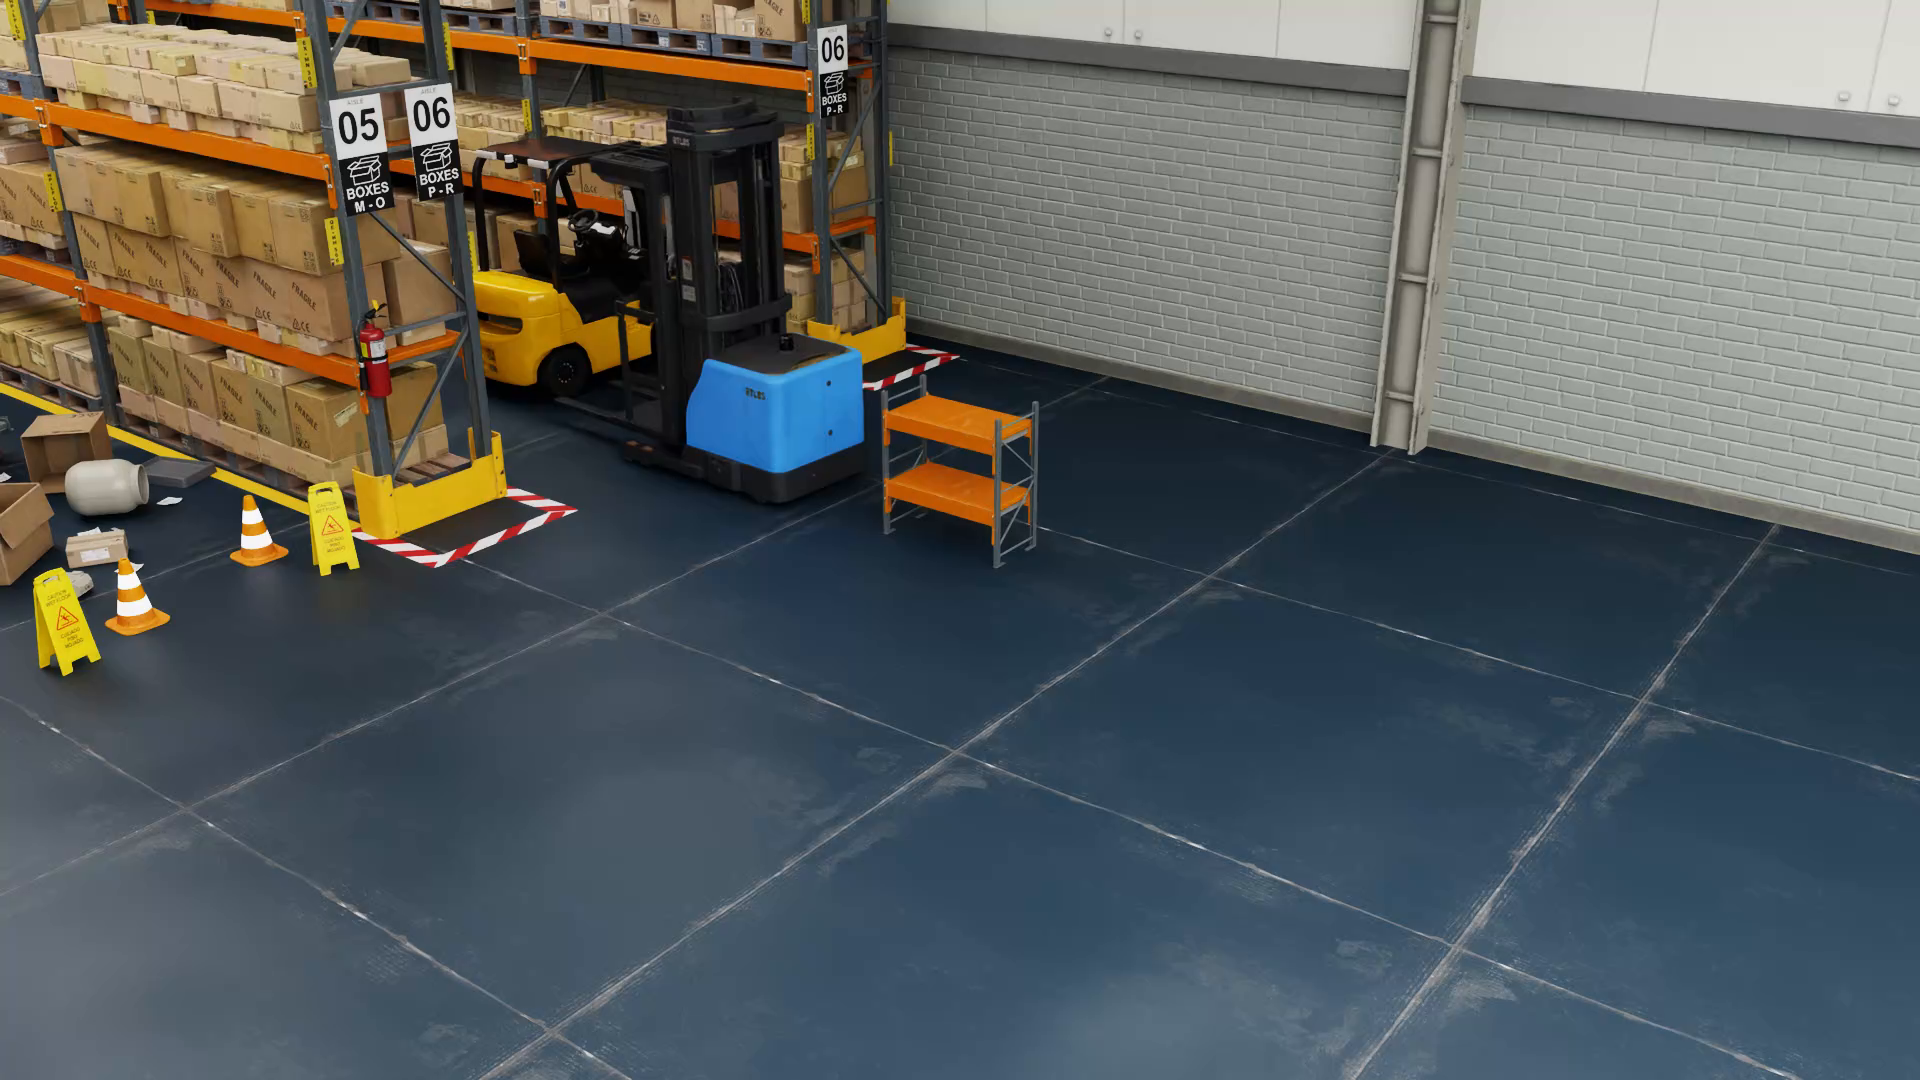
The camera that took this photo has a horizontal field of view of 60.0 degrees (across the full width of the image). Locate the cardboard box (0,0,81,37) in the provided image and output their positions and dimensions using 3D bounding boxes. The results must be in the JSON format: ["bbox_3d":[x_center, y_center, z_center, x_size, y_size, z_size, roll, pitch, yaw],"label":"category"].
[{"bbox_3d":[-7.742,-4.366,13.914,0.500,0.250,0.500,18,29,34],"label":"cardboard box"}]

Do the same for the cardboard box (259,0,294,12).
[{"bbox_3d":[-7.984,-6.461,19.811,0.500,0.250,0.500,16,28,32],"label":"cardboard box"}]

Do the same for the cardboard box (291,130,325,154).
[{"bbox_3d":[-4.454,-2.828,11.691,0.250,0.149,0.380,17,29,34],"label":"cardboard box"}]

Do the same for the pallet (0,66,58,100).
[{"bbox_3d":[-7.631,-4.012,14.300,1.003,0.211,1.213,17,29,33],"label":"pallet"}]

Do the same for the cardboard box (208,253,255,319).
[{"bbox_3d":[-5.396,-2.044,12.826,0.500,0.500,0.500,17,29,33],"label":"cardboard box"}]

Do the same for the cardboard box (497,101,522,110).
[{"bbox_3d":[-4.979,-4.839,18.734,0.250,0.149,0.380,16,29,33],"label":"cardboard box"}]

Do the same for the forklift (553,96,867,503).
[{"bbox_3d":[-2.216,-2.099,13.529,3.031,2.935,1.130,18,30,36],"label":"forklift"}]

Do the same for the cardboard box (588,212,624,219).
[{"bbox_3d":[-3.718,-3.479,18.226,0.500,0.250,0.500,17,29,34],"label":"cardboard box"}]

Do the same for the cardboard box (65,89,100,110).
[{"bbox_3d":[-6.925,-3.563,13.358,0.250,0.149,0.380,17,29,33],"label":"cardboard box"}]

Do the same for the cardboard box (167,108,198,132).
[{"bbox_3d":[-5.710,-3.185,12.502,0.250,0.149,0.380,16,29,33],"label":"cardboard box"}]

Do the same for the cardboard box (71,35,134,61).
[{"bbox_3d":[-6.714,-3.863,13.050,0.250,0.149,0.380,16,28,32],"label":"cardboard box"}]

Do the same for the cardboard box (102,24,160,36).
[{"bbox_3d":[-6.817,-4.158,13.721,0.250,0.149,0.380,18,29,34],"label":"cardboard box"}]

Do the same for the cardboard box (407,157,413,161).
[{"bbox_3d":[-5.990,-4.485,19.046,0.500,0.250,0.500,18,29,35],"label":"cardboard box"}]

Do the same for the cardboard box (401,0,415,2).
[{"bbox_3d":[-5.907,-5.994,18.232,0.250,0.149,0.380,16,29,33],"label":"cardboard box"}]

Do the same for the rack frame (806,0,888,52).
[{"bbox_3d":[-1.027,-5.922,14.682,0.127,3.000,1.000,17,29,33],"label":"rack frame"}]

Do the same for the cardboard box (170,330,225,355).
[{"bbox_3d":[-6.198,-1.649,13.577,0.250,0.149,0.380,19,30,36],"label":"cardboard box"}]

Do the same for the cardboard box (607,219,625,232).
[{"bbox_3d":[-3.625,-3.191,17.571,0.500,0.250,0.500,17,29,33],"label":"cardboard box"}]

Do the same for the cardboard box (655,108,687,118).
[{"bbox_3d":[-2.962,-4.400,17.370,0.250,0.149,0.380,16,29,32],"label":"cardboard box"}]

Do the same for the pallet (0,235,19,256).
[{"bbox_3d":[-8.794,-2.956,15.627,1.213,0.211,1.003,17,29,33],"label":"pallet"}]

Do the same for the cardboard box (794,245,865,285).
[{"bbox_3d":[-1.298,-2.746,16.562,0.500,0.250,0.500,16,29,33],"label":"cardboard box"}]

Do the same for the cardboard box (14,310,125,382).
[{"bbox_3d":[-8.200,-1.830,15.573,0.625,0.372,0.950,19,30,36],"label":"cardboard box"}]

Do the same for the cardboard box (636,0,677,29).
[{"bbox_3d":[-2.732,-5.297,16.210,0.637,0.503,0.797,18,29,35],"label":"cardboard box"}]

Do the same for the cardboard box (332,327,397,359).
[{"bbox_3d":[-4.428,-1.481,12.354,0.250,0.149,0.380,18,29,35],"label":"cardboard box"}]

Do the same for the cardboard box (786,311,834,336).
[{"bbox_3d":[-1.592,-2.123,16.387,0.500,0.250,0.500,17,29,34],"label":"cardboard box"}]

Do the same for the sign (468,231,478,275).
[{"bbox_3d":[-3.675,-2.146,12.477,0.005,0.325,0.100,17,29,33],"label":"sign"}]

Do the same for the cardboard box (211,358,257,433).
[{"bbox_3d":[-5.617,-1.211,13.388,0.500,0.500,0.500,16,28,32],"label":"cardboard box"}]

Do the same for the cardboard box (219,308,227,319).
[{"bbox_3d":[-5.640,-1.857,13.207,0.250,0.149,0.380,17,29,33],"label":"cardboard box"}]

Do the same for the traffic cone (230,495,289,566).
[{"bbox_3d":[-5.118,-0.102,12.057,0.334,0.463,0.336,17,29,33],"label":"traffic cone"}]

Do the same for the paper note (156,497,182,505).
[{"bbox_3d":[-6.210,-0.312,13.071,0.148,0.019,0.142,7,25,15],"label":"paper note"}]

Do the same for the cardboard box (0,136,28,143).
[{"bbox_3d":[-8.499,-3.473,14.744,0.250,0.149,0.380,15,28,31],"label":"cardboard box"}]

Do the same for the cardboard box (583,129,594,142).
[{"bbox_3d":[-3.697,-4.209,17.304,0.250,0.149,0.380,17,29,33],"label":"cardboard box"}]

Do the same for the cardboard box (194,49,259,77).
[{"bbox_3d":[-5.404,-3.526,12.284,0.250,0.149,0.380,16,28,32],"label":"cardboard box"}]

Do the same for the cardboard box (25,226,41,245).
[{"bbox_3d":[-7.979,-2.724,14.654,0.250,0.149,0.380,16,28,32],"label":"cardboard box"}]

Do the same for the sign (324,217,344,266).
[{"bbox_3d":[-4.349,-2.075,11.562,0.005,0.325,0.100,17,29,33],"label":"sign"}]

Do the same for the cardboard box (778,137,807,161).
[{"bbox_3d":[-1.656,-3.724,15.835,0.250,0.149,0.380,17,29,33],"label":"cardboard box"}]

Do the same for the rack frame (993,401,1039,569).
[{"bbox_3d":[0.401,-0.393,11.899,0.032,1.125,0.500,17,29,33],"label":"rack frame"}]

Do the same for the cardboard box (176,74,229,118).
[{"bbox_3d":[-5.391,-3.298,12.262,0.500,0.250,0.500,18,29,35],"label":"cardboard box"}]

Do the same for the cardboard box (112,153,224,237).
[{"bbox_3d":[-6.198,-2.744,13.176,0.500,0.500,0.700,16,28,32],"label":"cardboard box"}]

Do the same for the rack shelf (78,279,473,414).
[{"bbox_3d":[-5.601,-1.729,13.497,4.000,0.370,1.077,17,29,33],"label":"rack shelf"}]

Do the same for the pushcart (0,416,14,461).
[{"bbox_3d":[-8.529,-0.594,13.281,0.936,0.377,1.648,7,25,15],"label":"pushcart"}]

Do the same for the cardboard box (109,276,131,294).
[{"bbox_3d":[-6.908,-2.203,13.992,0.250,0.149,0.380,18,29,35],"label":"cardboard box"}]

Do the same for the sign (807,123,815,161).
[{"bbox_3d":[-1.363,-3.644,15.220,0.005,0.325,0.100,17,29,33],"label":"sign"}]

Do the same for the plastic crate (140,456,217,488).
[{"bbox_3d":[-6.437,-0.562,13.576,0.583,0.080,0.402,7,25,15],"label":"plastic crate"}]

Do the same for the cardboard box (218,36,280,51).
[{"bbox_3d":[-5.519,-3.814,12.940,0.250,0.149,0.380,17,29,34],"label":"cardboard box"}]

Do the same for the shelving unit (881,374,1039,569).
[{"bbox_3d":[-0.005,-0.516,12.178,1.048,1.125,0.538,17,29,33],"label":"shelving unit"}]

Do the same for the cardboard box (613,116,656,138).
[{"bbox_3d":[-3.309,-4.208,16.933,0.250,0.149,0.380,16,29,32],"label":"cardboard box"}]

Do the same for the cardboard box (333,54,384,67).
[{"bbox_3d":[-4.374,-3.405,12.011,0.250,0.149,0.380,17,29,33],"label":"cardboard box"}]

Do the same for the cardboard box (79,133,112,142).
[{"bbox_3d":[-12.373,-5.537,23.826,0.500,0.500,0.500,17,29,34],"label":"cardboard box"}]

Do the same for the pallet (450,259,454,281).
[{"bbox_3d":[-5.821,-3.329,19.694,1.213,0.211,1.003,17,29,33],"label":"pallet"}]

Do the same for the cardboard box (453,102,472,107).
[{"bbox_3d":[-5.674,-4.797,18.640,0.250,0.149,0.380,17,29,34],"label":"cardboard box"}]

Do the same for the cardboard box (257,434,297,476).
[{"bbox_3d":[-5.219,-0.745,13.261,0.500,0.250,0.500,17,29,33],"label":"cardboard box"}]

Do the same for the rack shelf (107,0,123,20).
[{"bbox_3d":[-12.229,-7.606,23.115,4.000,0.370,1.077,17,29,33],"label":"rack shelf"}]

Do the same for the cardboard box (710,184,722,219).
[{"bbox_3d":[-2.398,-3.509,16.521,0.500,0.500,0.500,16,29,32],"label":"cardboard box"}]

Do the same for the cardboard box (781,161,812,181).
[{"bbox_3d":[-1.472,-3.513,15.725,0.250,0.149,0.380,17,29,34],"label":"cardboard box"}]

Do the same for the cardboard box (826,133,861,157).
[{"bbox_3d":[-1.167,-3.806,16.021,0.250,0.149,0.380,16,28,32],"label":"cardboard box"}]
